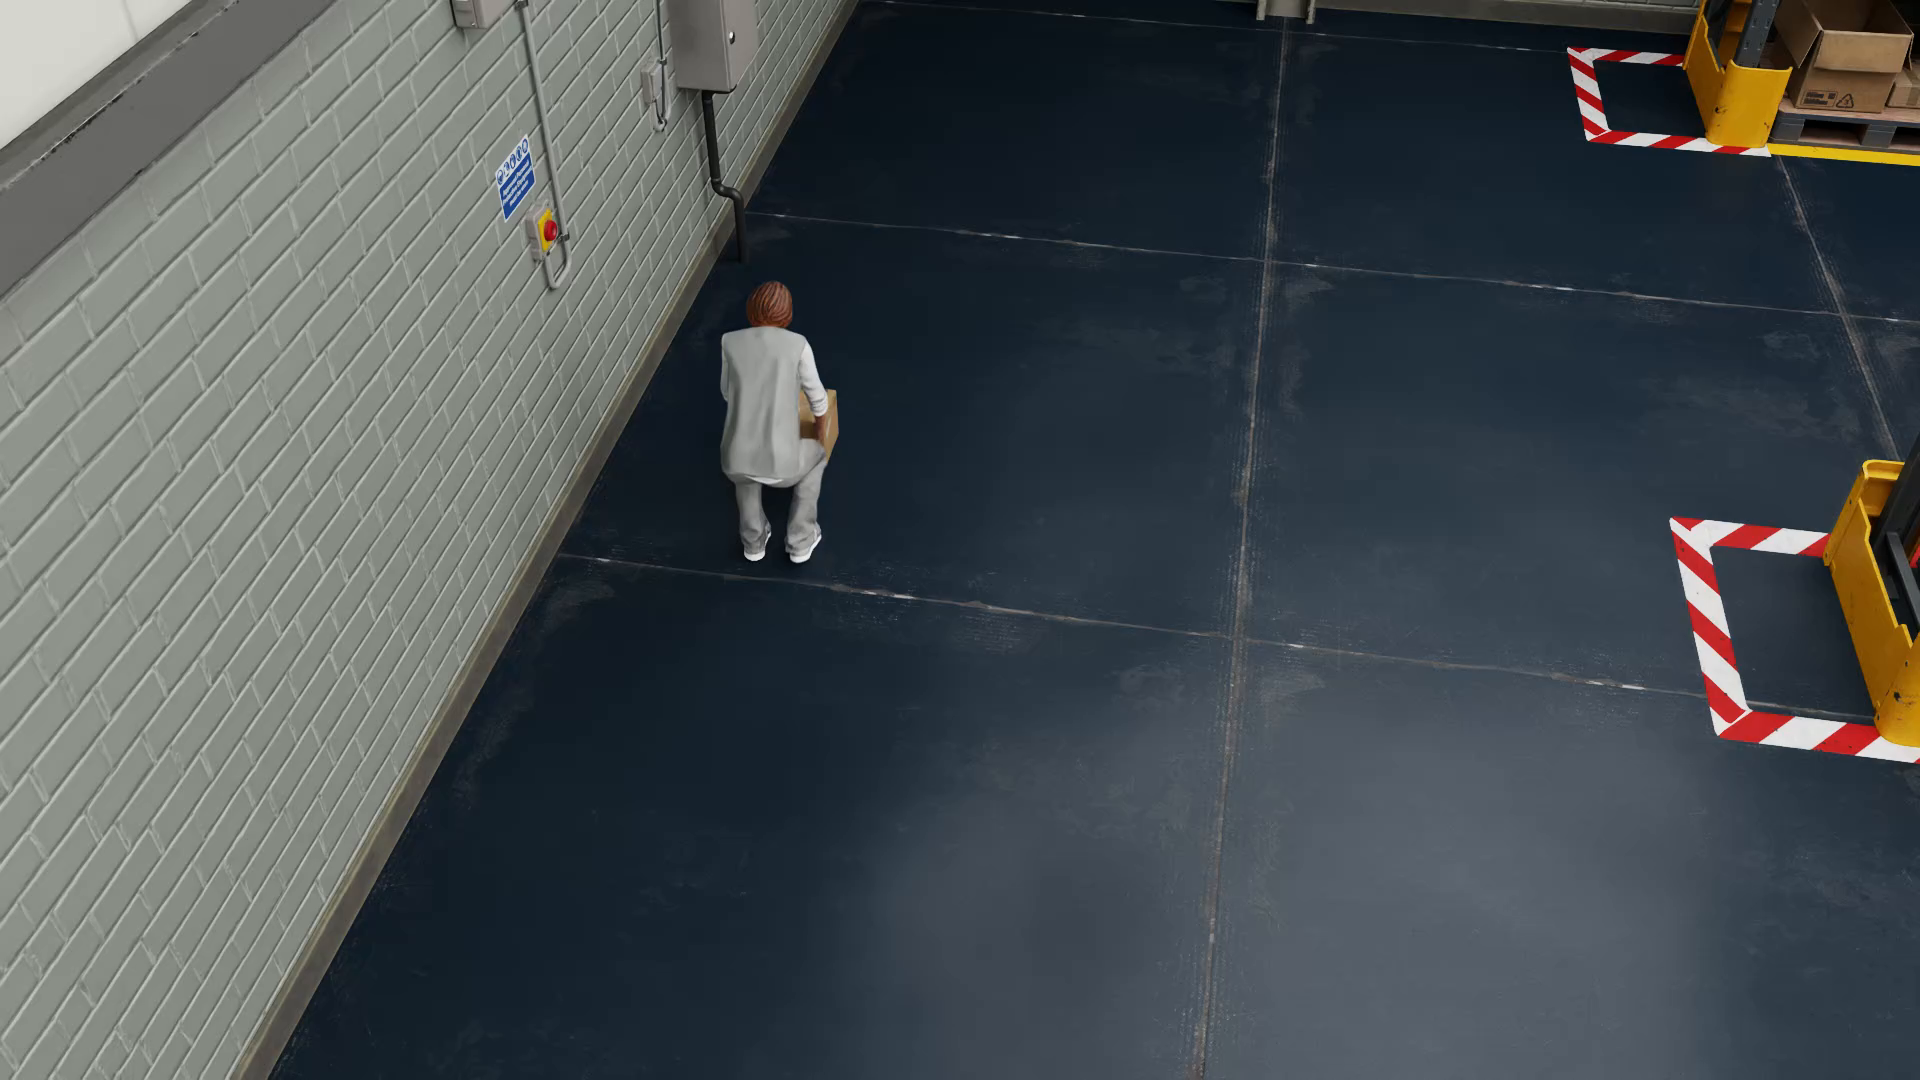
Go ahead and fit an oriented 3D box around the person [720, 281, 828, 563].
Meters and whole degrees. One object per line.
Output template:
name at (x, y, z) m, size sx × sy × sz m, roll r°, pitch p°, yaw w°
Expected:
person at (-0.813, -0.439, 7.013) m, size 0.462 × 1.148 × 0.720 m, roll 7°, pitch 42°, yaw 8°
